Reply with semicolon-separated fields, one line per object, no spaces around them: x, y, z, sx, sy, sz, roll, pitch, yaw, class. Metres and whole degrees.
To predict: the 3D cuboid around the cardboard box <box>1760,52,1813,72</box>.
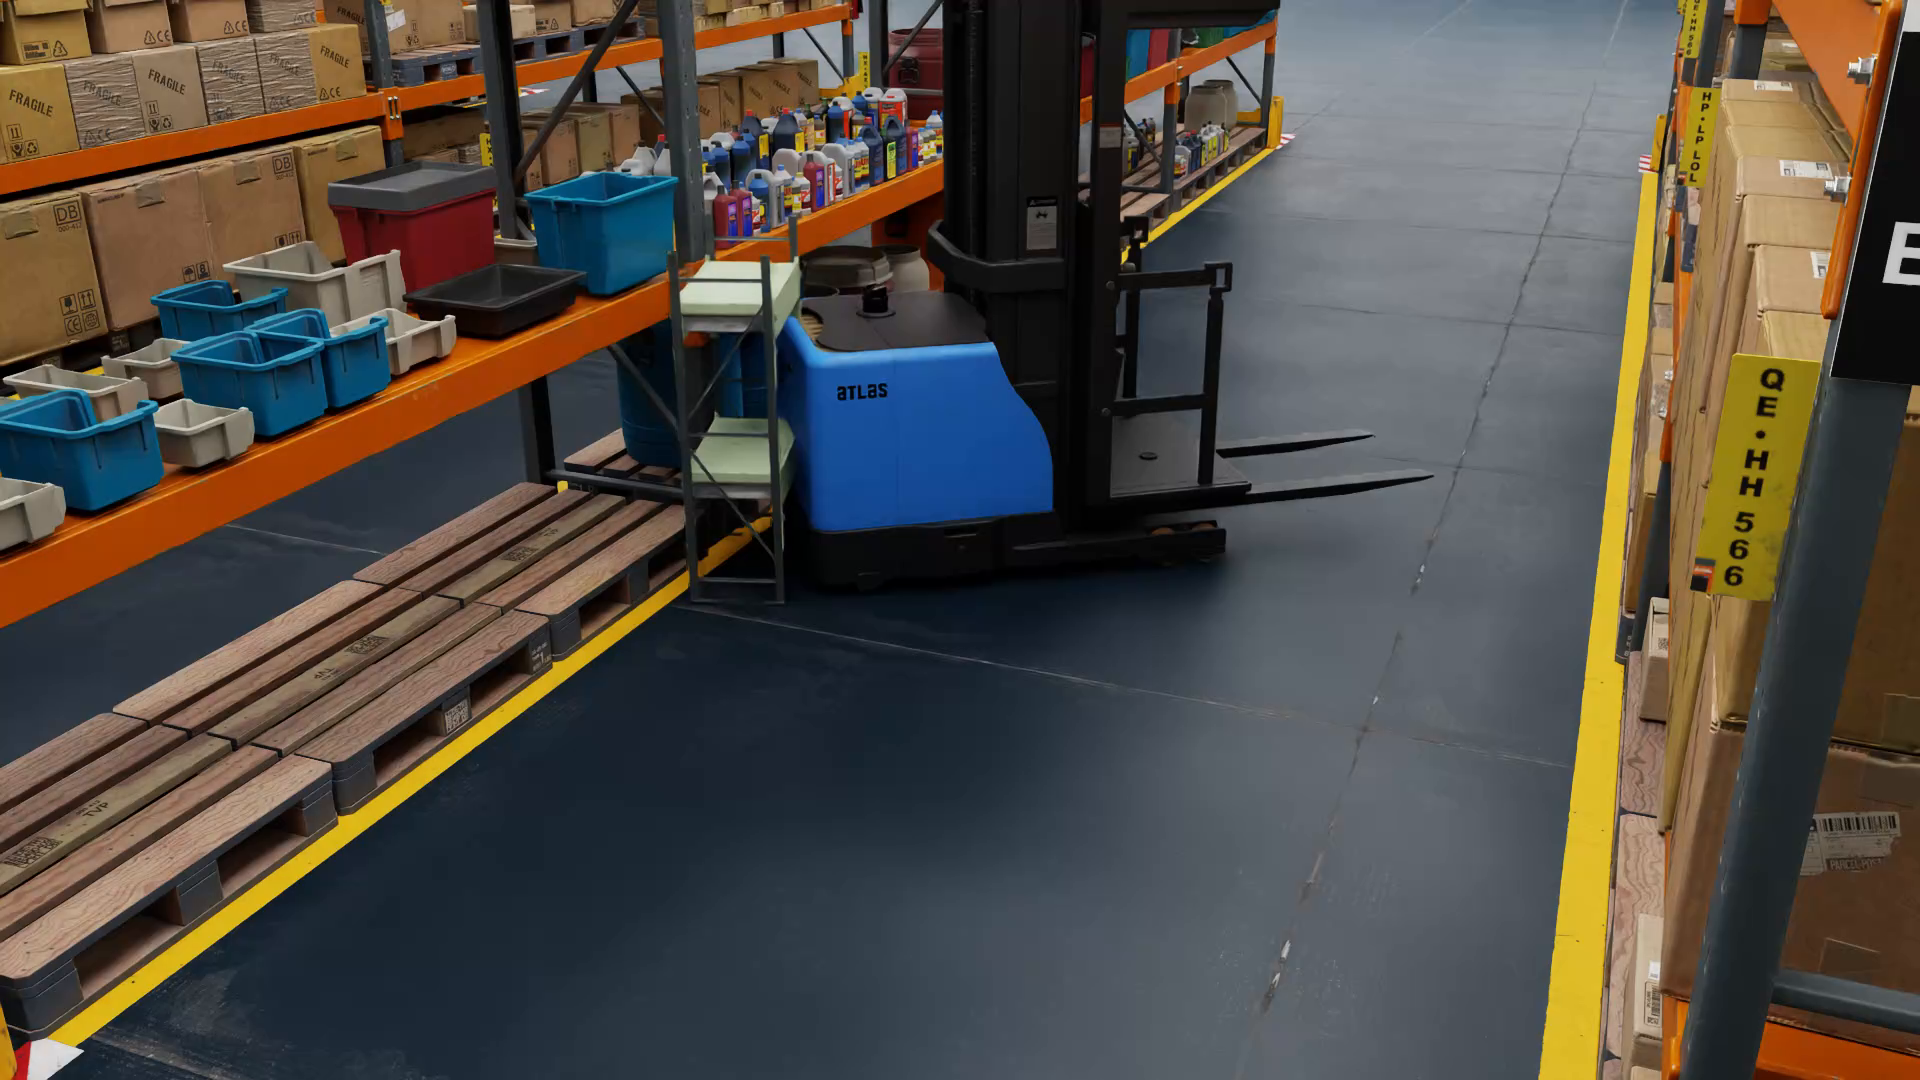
4.365;-2.171;8.381;0.700;0.500;0.500;1;23;2;cardboard box

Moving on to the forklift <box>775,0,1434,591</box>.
0.711;-1.429;7.369;3.031;2.935;1.130;-6;23;-14;forklift

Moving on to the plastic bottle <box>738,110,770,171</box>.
-1.142;-2.199;9.186;0.144;0.351;0.185;9;24;20;plastic bottle

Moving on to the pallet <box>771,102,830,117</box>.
-2.093;-4.855;19.100;1.003;0.211;1.213;9;24;20;pallet

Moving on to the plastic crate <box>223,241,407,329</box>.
-2.327;-0.904;6.099;0.437;0.282;0.530;9;24;20;plastic crate

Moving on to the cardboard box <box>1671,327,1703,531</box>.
2.191;-0.281;4.402;0.500;0.500;0.500;9;24;20;cardboard box

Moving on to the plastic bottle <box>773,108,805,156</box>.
-0.951;-2.225;9.249;0.144;0.351;0.185;9;24;20;plastic bottle

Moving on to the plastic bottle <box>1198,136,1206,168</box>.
2.238;-3.614;15.464;0.061;0.283;0.133;10;25;22;plastic bottle

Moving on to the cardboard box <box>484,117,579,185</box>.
-3.866;-3.488;14.881;0.700;0.500;0.500;7;24;15;cardboard box

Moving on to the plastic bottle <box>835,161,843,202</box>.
-0.651;-1.840;8.521;0.097;0.201;0.097;0;23;0;plastic bottle

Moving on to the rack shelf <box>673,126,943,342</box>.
-0.846;-1.835;9.185;1.077;0.370;4.000;9;24;20;rack shelf

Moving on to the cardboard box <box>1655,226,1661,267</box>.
5.219;-2.051;11.792;0.500;0.250;0.500;8;24;18;cardboard box

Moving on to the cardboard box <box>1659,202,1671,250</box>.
5.026;-2.125;11.241;0.500;0.311;0.500;9;24;22;cardboard box

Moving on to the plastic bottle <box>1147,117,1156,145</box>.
1.906;-4.086;16.608;0.097;0.271;0.097;0;23;0;plastic bottle

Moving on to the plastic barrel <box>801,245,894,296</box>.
-0.689;-1.382;9.751;0.600;0.588;0.708;9;24;20;plastic barrel

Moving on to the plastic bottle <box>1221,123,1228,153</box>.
2.567;-3.931;16.222;0.061;0.283;0.133;9;24;21;plastic bottle

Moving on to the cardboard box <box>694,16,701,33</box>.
-2.752;-5.029;16.224;0.380;0.149;0.250;9;24;20;cardboard box

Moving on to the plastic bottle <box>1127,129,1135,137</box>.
1.609;-3.774;15.857;0.152;0.276;0.135;9;24;21;plastic bottle

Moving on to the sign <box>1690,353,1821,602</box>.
1.015;-0.076;2.129;0.100;0.325;0.005;9;24;20;sign

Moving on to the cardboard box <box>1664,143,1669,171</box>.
6.692;-3.442;15.121;0.500;0.250;0.500;9;24;20;cardboard box

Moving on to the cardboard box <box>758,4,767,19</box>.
-2.261;-5.576;17.533;0.380;0.149;0.250;9;24;20;cardboard box

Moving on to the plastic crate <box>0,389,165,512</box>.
-2.433;-0.247;4.590;0.416;0.233;0.300;9;24;20;plastic crate

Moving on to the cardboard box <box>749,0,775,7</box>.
-2.457;-5.899;17.466;0.875;0.500;0.500;9;24;20;cardboard box

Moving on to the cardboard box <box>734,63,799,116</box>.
-2.168;-5.055;18.659;0.500;0.500;0.500;16;28;34;cardboard box

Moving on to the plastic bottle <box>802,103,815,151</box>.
-0.914;-2.431;9.829;0.061;0.283;0.133;9;24;20;plastic bottle

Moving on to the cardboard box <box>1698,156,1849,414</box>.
1.999;-0.567;3.788;0.500;0.500;0.500;10;25;22;cardboard box

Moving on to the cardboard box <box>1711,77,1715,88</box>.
5.461;-3.200;11.845;0.380;0.149;0.250;9;24;20;cardboard box

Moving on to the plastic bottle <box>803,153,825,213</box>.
-0.727;-1.786;8.284;0.061;0.283;0.133;9;24;20;plastic bottle

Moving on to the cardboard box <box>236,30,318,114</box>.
-4.846;-3.248;11.505;0.500;0.500;0.500;9;24;20;cardboard box

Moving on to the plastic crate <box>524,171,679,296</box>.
-1.446;-1.256;6.808;0.392;0.384;0.575;9;24;20;plastic crate

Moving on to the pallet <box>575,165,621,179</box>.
-3.504;-3.458;15.754;1.003;0.211;1.213;9;24;20;pallet

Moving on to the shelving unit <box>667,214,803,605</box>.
-0.923;-0.568;7.121;0.431;1.500;0.755;1;23;3;shelving unit

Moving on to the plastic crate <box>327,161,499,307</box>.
-2.154;-1.225;6.630;0.402;0.464;0.583;9;24;20;plastic crate

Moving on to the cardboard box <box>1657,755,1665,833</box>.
2.340;0.794;5.063;0.380;0.166;0.250;9;24;20;cardboard box

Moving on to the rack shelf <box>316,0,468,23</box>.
-7.041;-6.153;19.523;1.077;0.370;4.000;9;24;20;rack shelf

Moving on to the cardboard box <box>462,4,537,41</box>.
-3.866;-4.283;13.763;0.500;0.250;0.500;8;24;19;cardboard box

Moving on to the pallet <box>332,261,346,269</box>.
-5.065;-2.034;12.345;1.003;0.211;1.213;9;24;20;pallet

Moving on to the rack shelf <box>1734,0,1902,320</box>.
2.266;-1.077;3.479;1.077;0.370;4.000;9;24;20;rack shelf

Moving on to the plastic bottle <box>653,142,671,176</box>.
-1.418;-1.784;8.193;0.144;0.351;0.185;9;24;20;plastic bottle

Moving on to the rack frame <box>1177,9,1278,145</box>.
2.868;-5.746;17.614;1.000;3.000;0.127;9;24;20;rack frame

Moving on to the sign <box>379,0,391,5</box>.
-4.185;-4.048;12.047;0.100;0.325;0.005;9;24;20;sign

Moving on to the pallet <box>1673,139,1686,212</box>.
4.308;-1.831;8.491;1.213;0.211;1.003;9;24;20;pallet

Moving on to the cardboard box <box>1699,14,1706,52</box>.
6.708;-4.362;14.171;0.700;0.500;0.500;10;24;22;cardboard box

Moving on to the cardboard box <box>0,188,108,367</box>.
-5.968;-1.606;9.914;1.225;0.875;0.875;9;24;20;cardboard box

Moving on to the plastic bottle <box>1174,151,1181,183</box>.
1.908;-3.310;14.751;0.097;0.271;0.097;0;23;0;plastic bottle

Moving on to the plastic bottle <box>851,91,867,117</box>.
-0.633;-2.677;10.435;0.097;0.271;0.097;0;23;0;plastic bottle

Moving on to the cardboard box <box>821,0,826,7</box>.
-1.738;-6.118;18.831;0.380;0.149;0.250;9;24;20;cardboard box

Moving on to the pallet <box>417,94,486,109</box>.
-6.522;-5.617;20.924;1.003;0.211;1.213;9;24;20;pallet

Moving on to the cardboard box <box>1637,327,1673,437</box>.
3.680;-0.733;8.286;0.500;0.500;0.500;8;24;19;cardboard box

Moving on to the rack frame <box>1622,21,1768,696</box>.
3.009;-0.741;5.632;1.000;3.000;0.127;9;24;20;rack frame

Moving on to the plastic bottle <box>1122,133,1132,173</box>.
1.488;-3.546;15.214;0.144;0.351;0.185;9;24;20;plastic bottle

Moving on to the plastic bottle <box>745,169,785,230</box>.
-0.927;-1.636;7.936;0.152;0.276;0.135;9;24;20;plastic bottle

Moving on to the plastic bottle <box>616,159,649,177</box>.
-1.607;-1.712;8.118;0.152;0.276;0.135;9;24;20;plastic bottle

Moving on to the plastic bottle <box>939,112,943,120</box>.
-0.075;-2.427;9.835;0.097;0.271;0.097;0;23;0;plastic bottle
